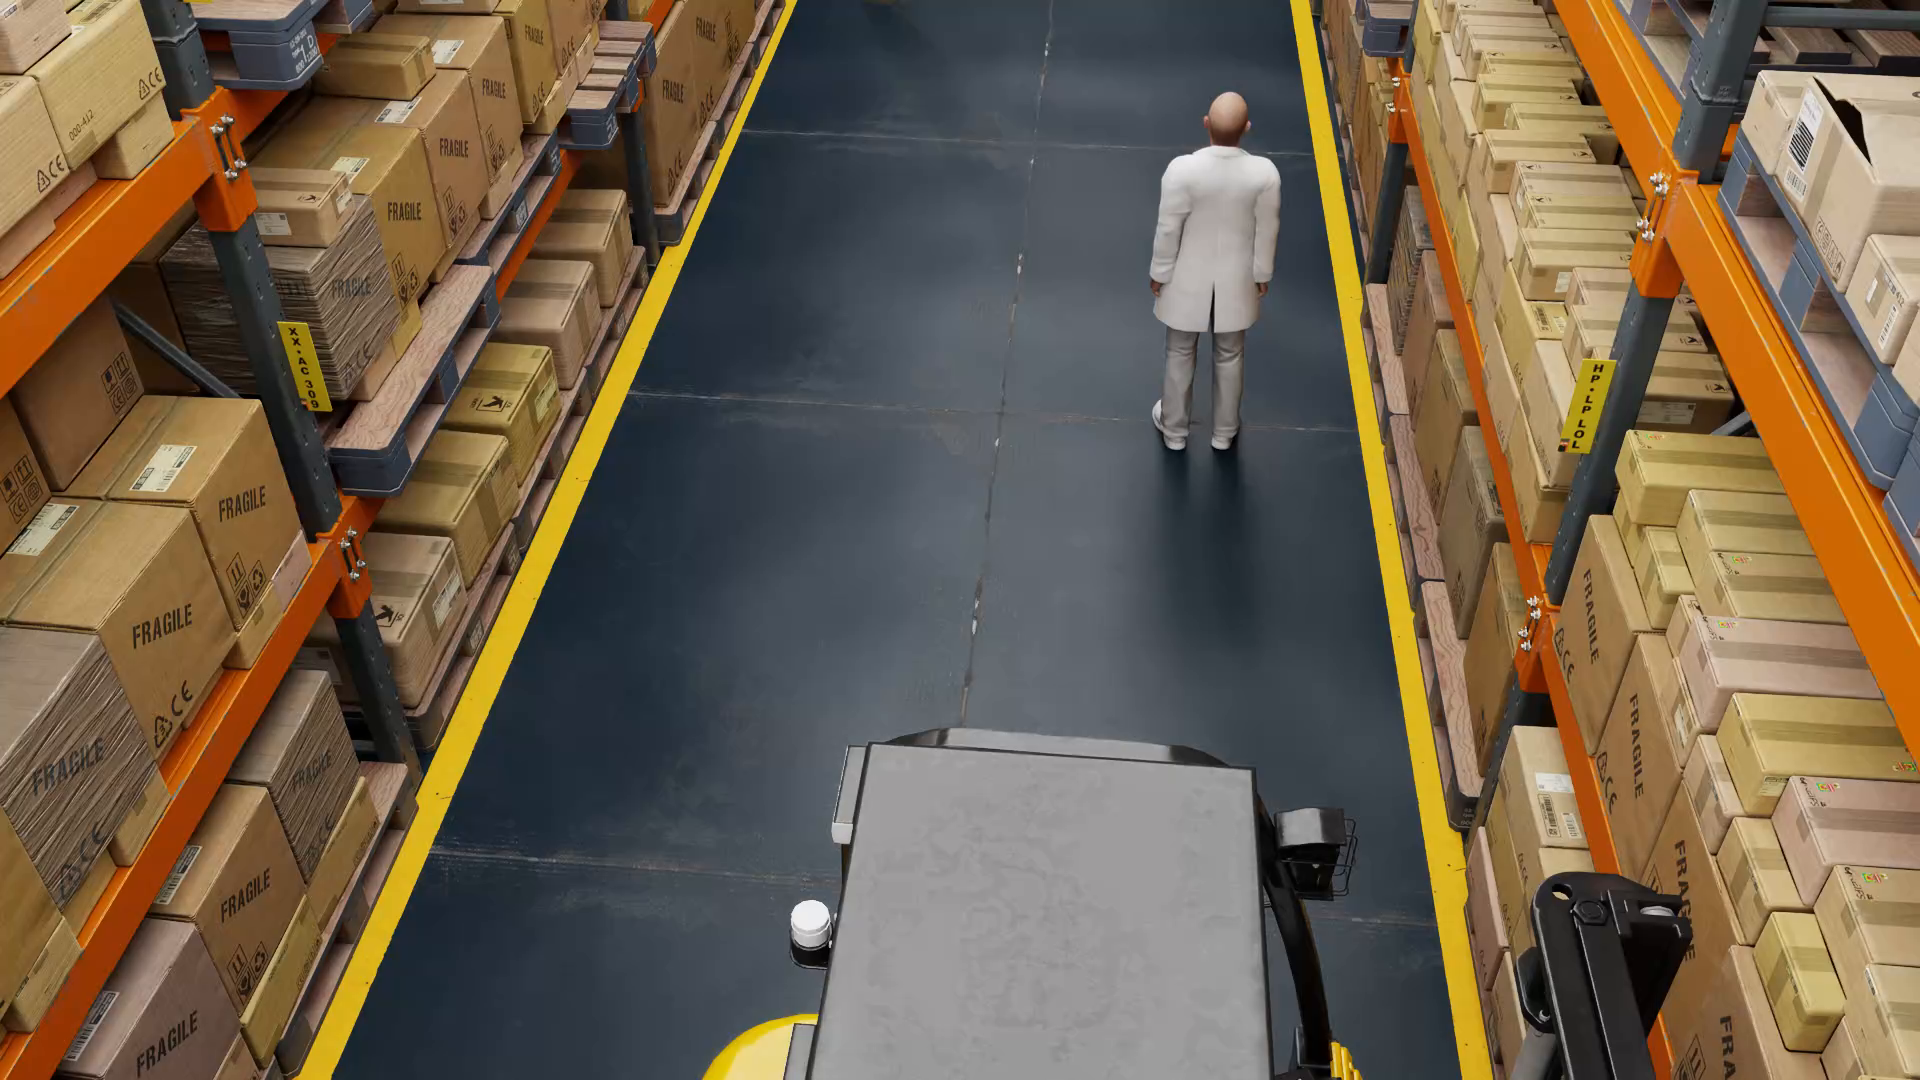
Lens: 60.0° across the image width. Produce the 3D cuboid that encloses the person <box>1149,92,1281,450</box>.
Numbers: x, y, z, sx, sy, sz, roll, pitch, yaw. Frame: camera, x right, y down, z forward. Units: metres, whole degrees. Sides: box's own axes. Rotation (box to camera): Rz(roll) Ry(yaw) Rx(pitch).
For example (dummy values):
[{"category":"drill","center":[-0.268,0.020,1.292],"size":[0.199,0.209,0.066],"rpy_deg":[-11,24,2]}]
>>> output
[{"category":"person","center":[1.149,-1.230,7.650],"size":[0.564,1.783,0.373],"rpy_deg":[1,40,1]}]
